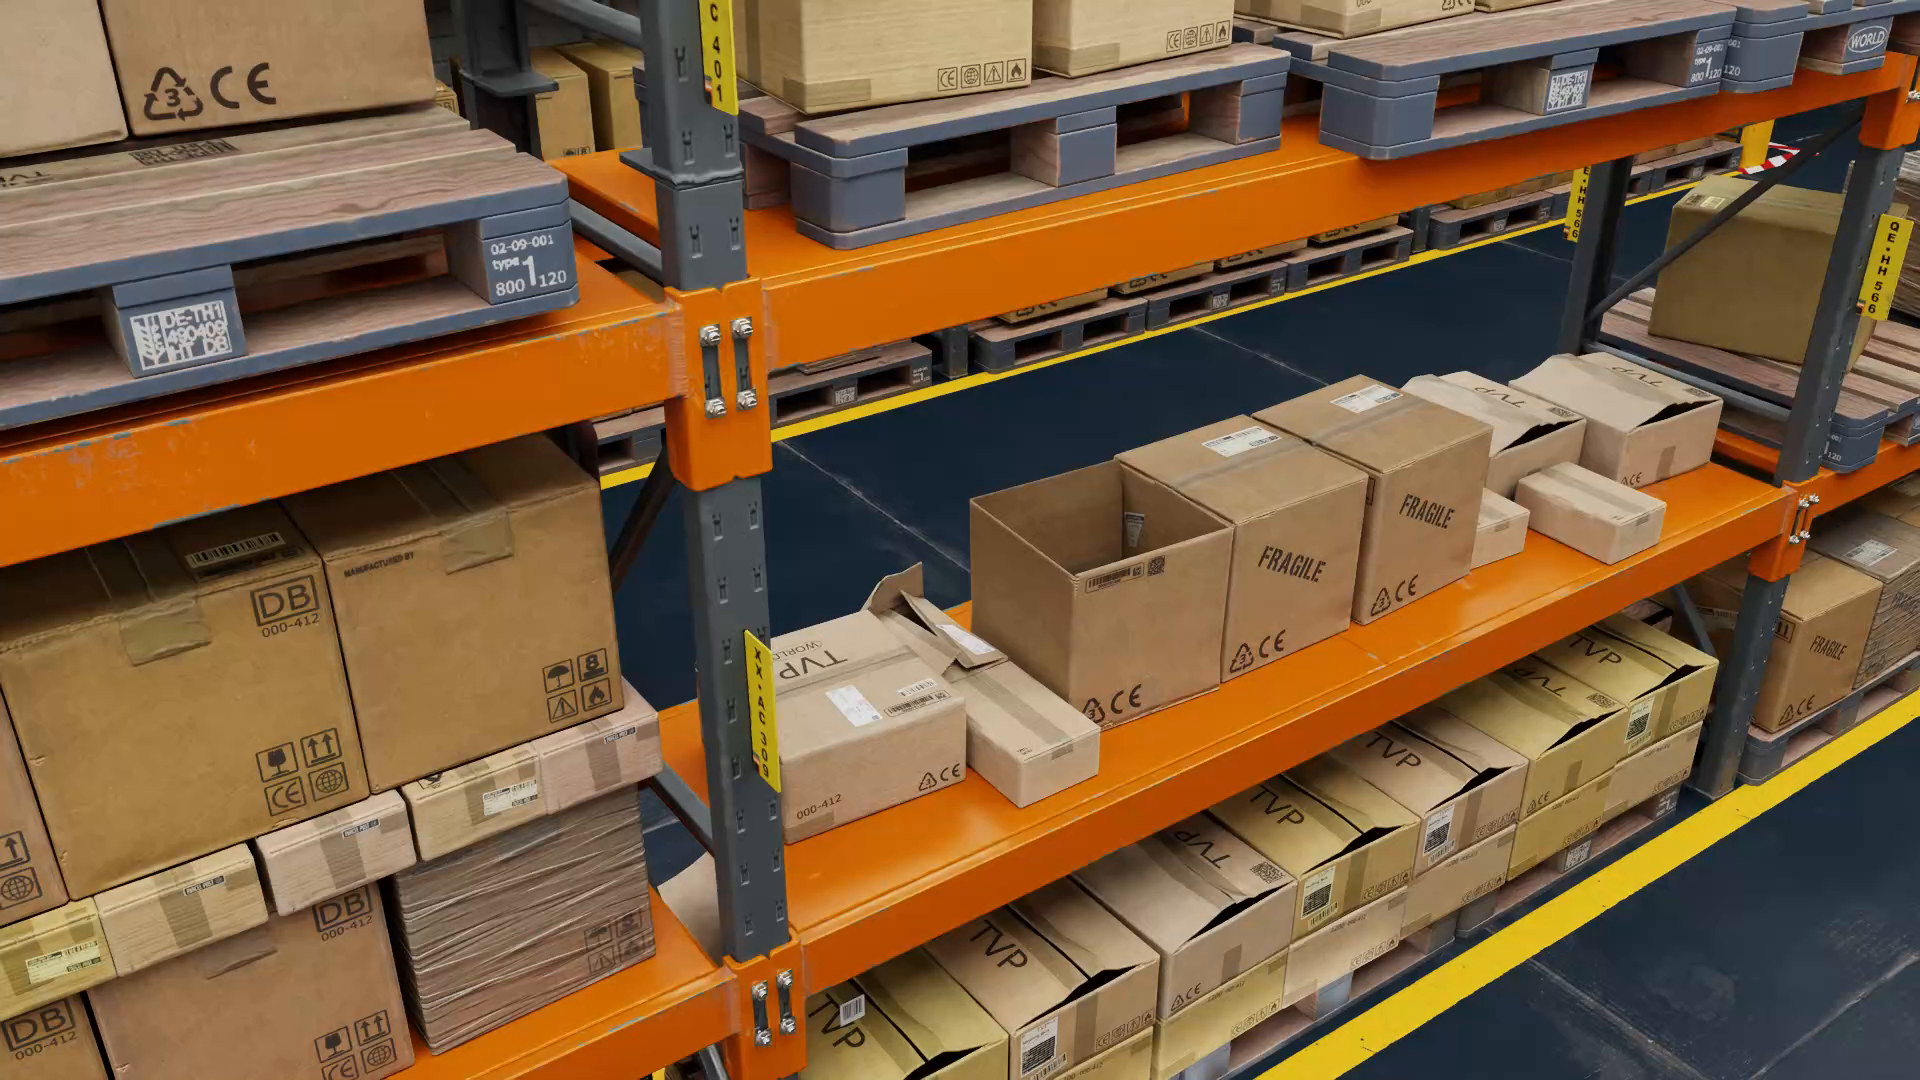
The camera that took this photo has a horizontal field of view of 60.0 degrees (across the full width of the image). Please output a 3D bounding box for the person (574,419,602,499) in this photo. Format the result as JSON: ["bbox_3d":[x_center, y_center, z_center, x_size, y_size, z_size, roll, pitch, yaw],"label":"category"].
[{"bbox_3d":[-1.641,-0.064,6.258,0.653,1.773,0.424,-21,34,-33],"label":"person"}]
